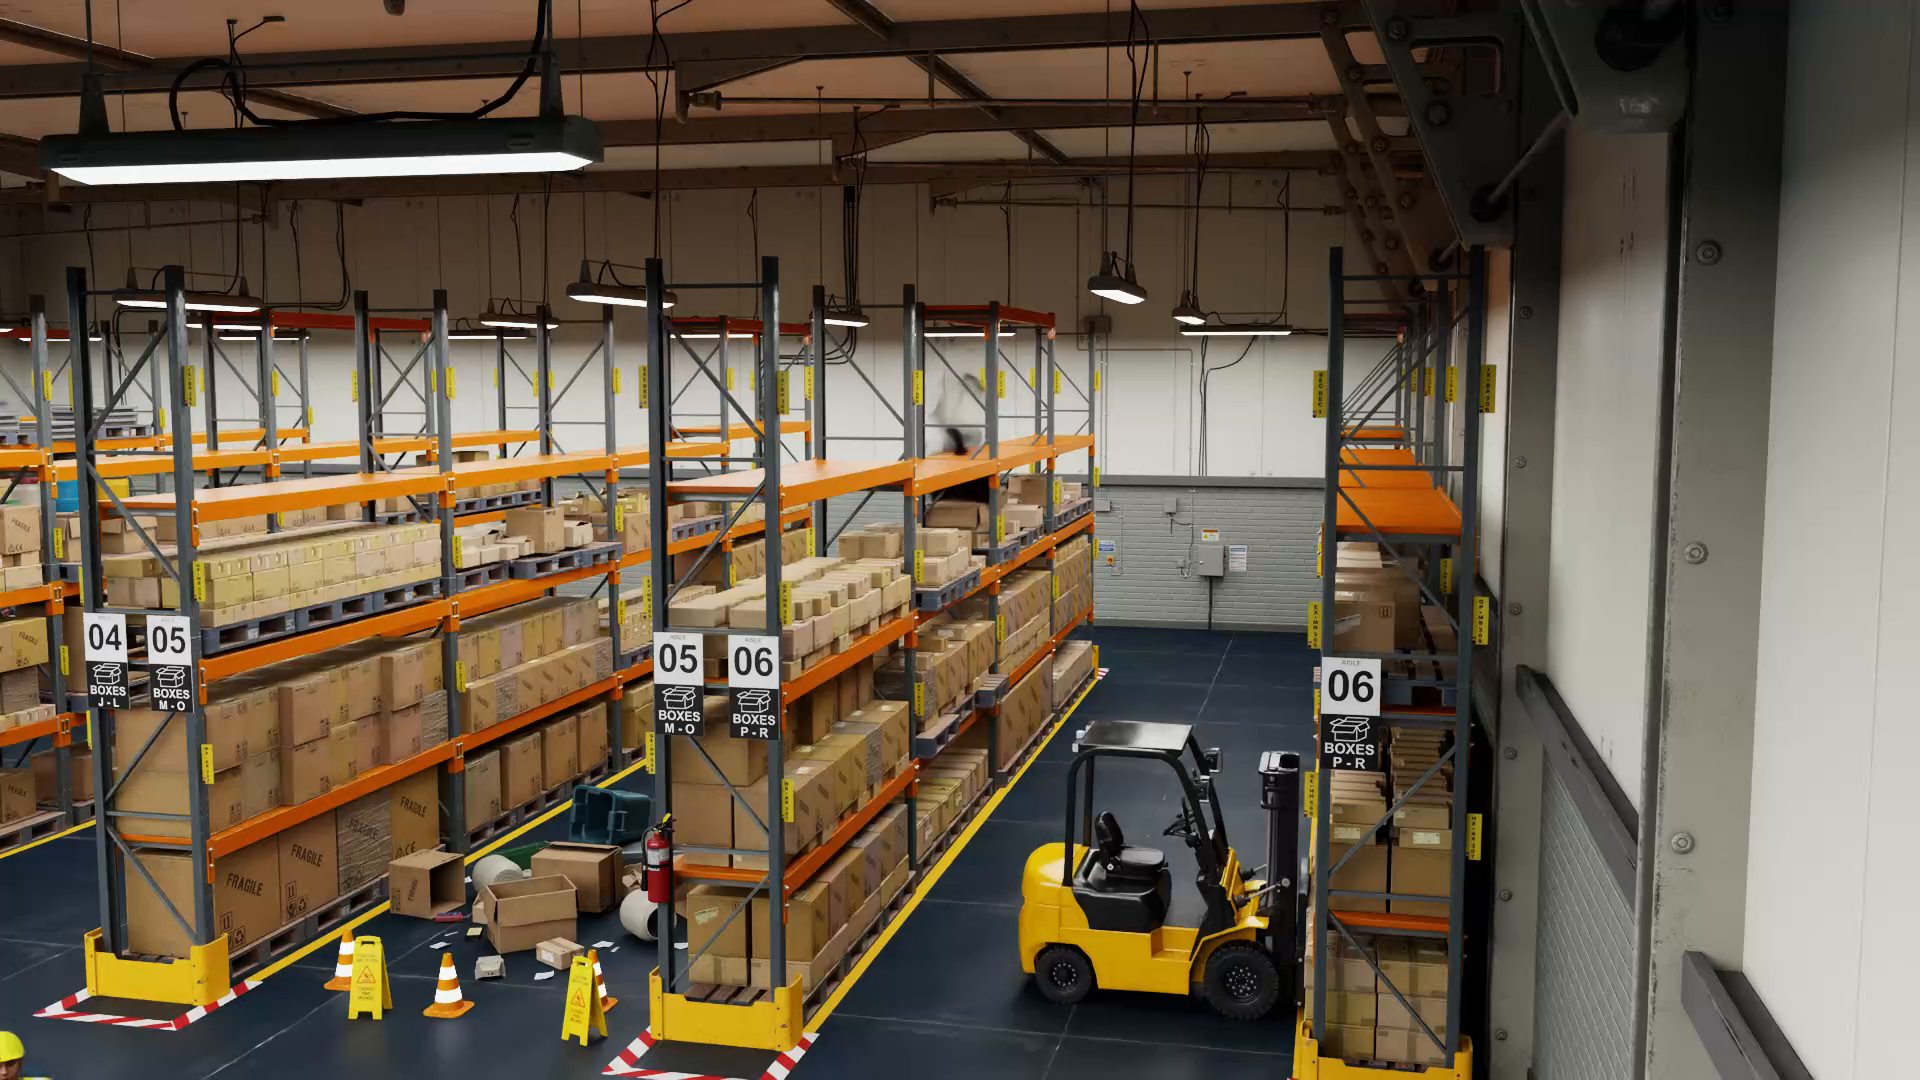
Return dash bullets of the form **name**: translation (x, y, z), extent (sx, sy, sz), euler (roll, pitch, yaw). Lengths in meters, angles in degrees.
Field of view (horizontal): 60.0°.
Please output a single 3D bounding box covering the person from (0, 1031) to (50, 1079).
- **person**: translation (-4.884, 3.396, 8.550), extent (0.694, 1.767, 0.969), euler (-4, 7, -34)
